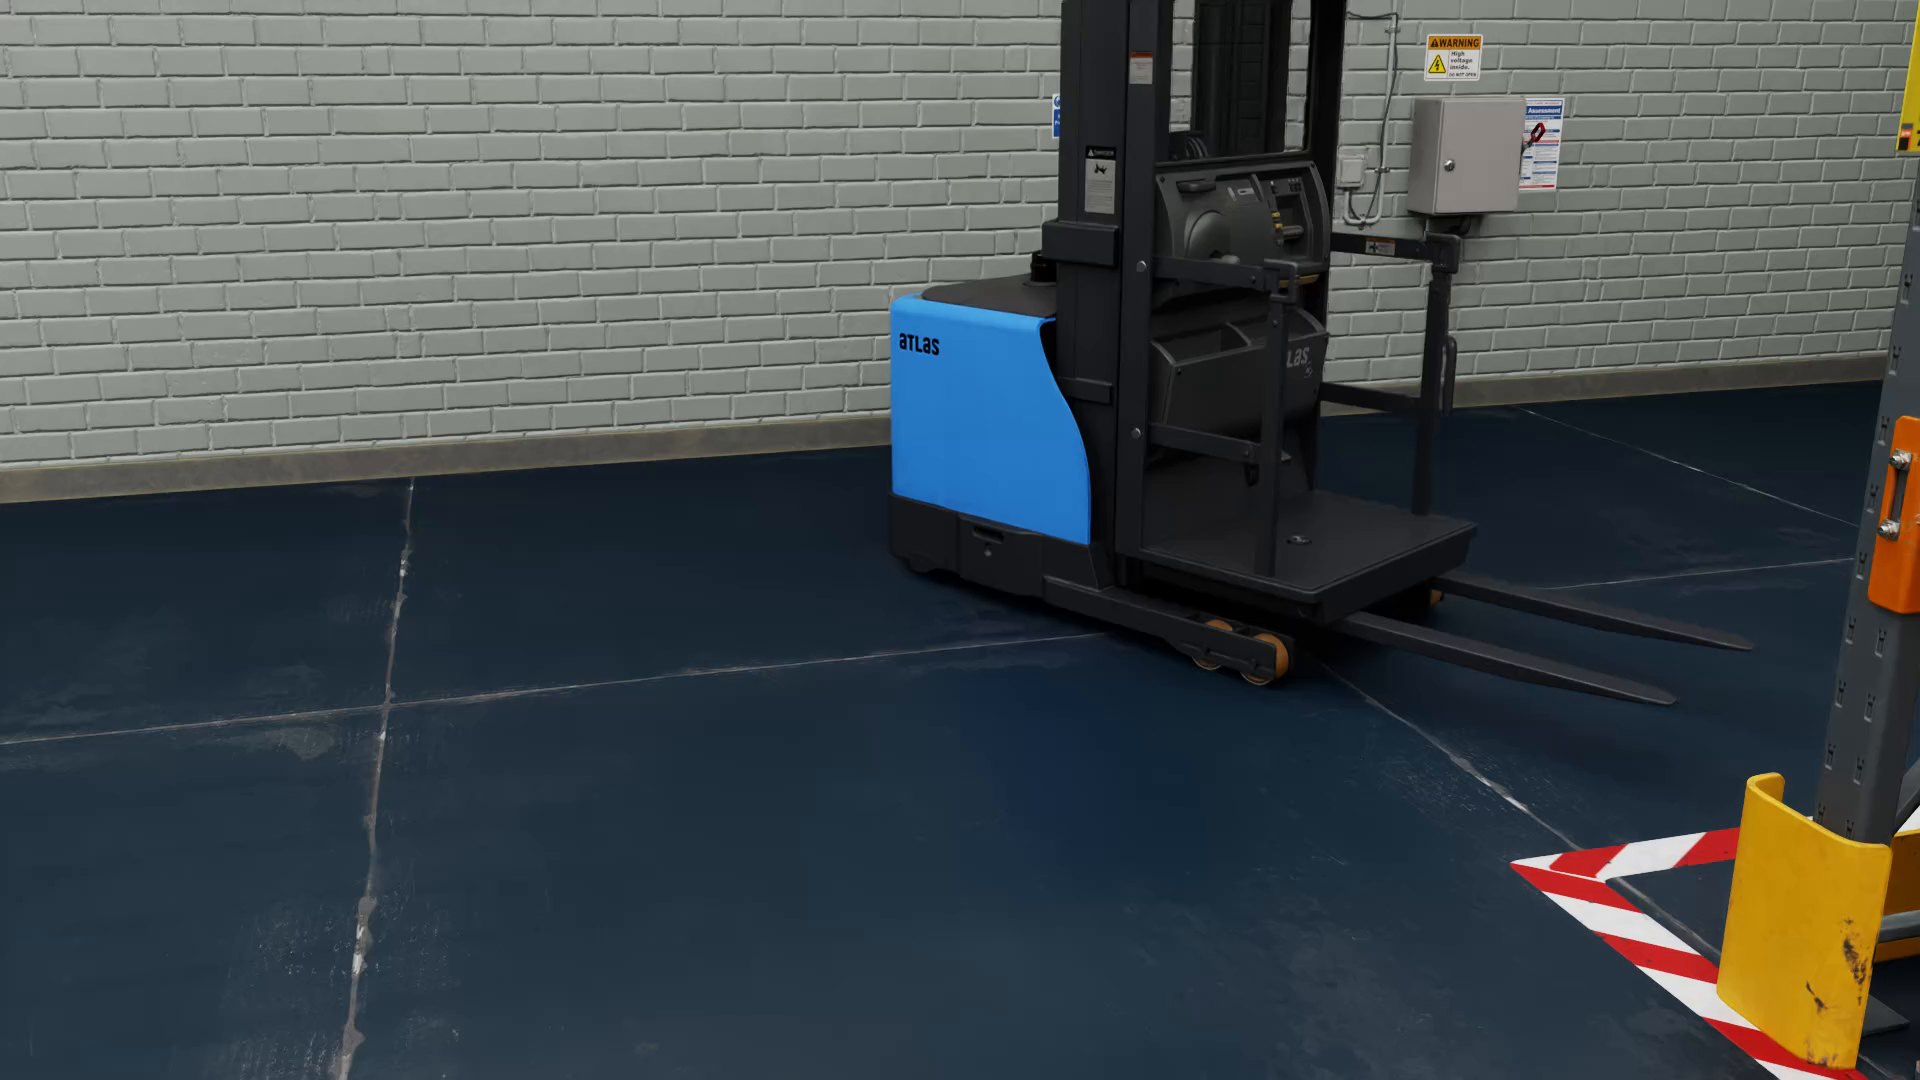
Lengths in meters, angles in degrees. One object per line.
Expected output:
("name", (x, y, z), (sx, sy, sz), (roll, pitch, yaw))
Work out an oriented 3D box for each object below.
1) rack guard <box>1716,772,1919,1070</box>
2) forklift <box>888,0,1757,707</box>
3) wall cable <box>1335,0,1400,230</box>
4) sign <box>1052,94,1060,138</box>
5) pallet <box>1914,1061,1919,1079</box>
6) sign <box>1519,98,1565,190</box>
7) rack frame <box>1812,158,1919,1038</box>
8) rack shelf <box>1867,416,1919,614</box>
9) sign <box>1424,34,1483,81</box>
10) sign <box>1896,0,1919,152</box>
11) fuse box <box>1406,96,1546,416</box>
("rack guard", (2.250, 0.747, 3.597), (1.175, 0.500, 0.348), (-5, 17, -15))
("forklift", (1.127, -1.101, 5.523), (3.031, 2.935, 1.130), (16, 23, 42))
("wall cable", (2.045, -2.603, 8.639), (0.588, 1.984, 0.122), (-5, 17, -15))
("sign", (0.622, -2.144, 8.406), (0.327, 0.218, 0.001), (-5, 17, -15))
("pallet", (2.552, 1.107, 2.900), (1.003, 0.211, 1.213), (-5, 17, -15))
("sign", (3.163, -2.178, 9.154), (0.329, 0.494, 0.001), (-5, 17, -15))
("rack frame", (2.257, -0.444, 3.215), (1.000, 3.000, 0.127), (-5, 17, -15))
("rack shelf", (2.807, 0.454, 1.477), (1.077, 0.370, 4.000), (-5, 17, -15))
("sign", (2.635, -2.576, 8.877), (0.339, 0.242, 0.001), (-5, 17, -15))
("sign", (1.722, -0.854, 2.938), (0.100, 0.325, 0.005), (-5, 17, -15))
("fuse box", (2.745, -1.510, 9.005), (0.539, 1.711, 0.414), (-5, 17, -15))
